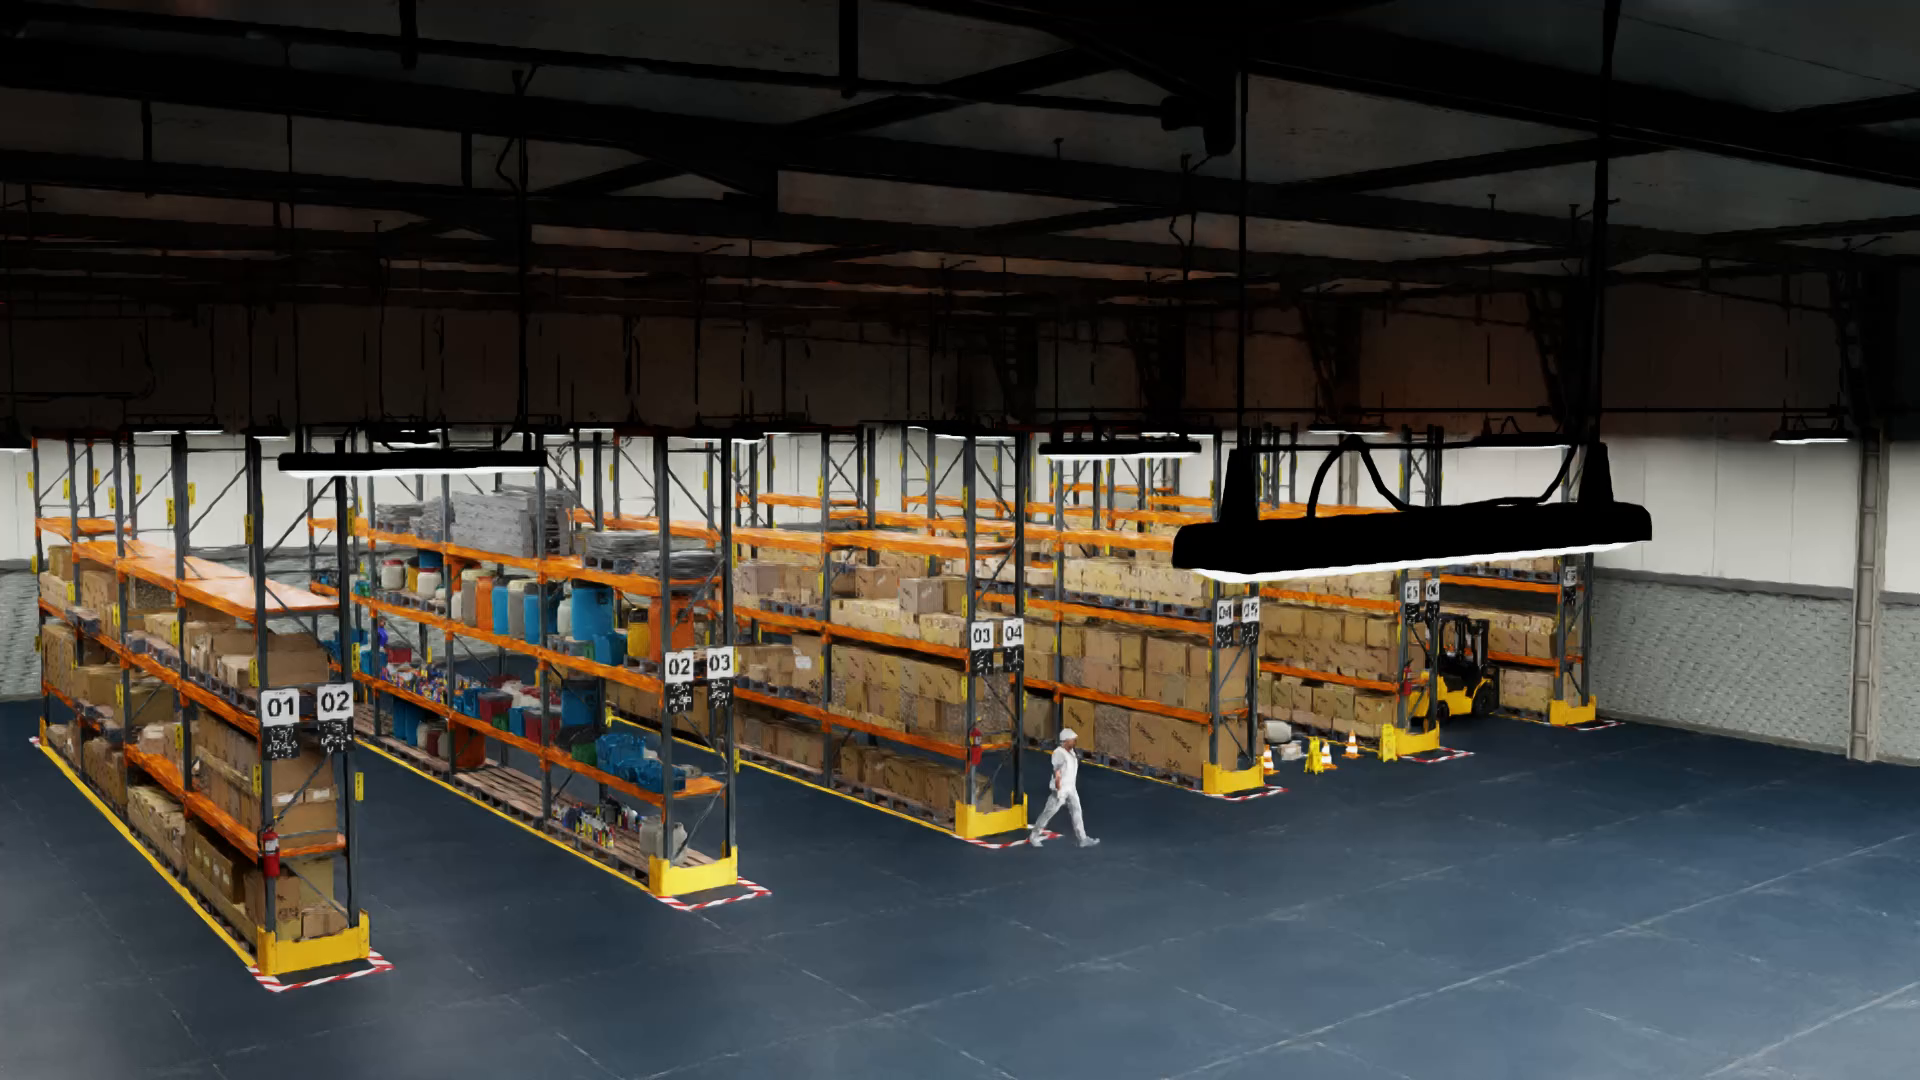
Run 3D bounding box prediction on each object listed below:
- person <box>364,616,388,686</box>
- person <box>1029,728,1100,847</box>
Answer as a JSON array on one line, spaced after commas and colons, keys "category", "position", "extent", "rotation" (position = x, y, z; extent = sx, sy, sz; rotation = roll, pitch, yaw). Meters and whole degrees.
[{"category": "person", "position": [-13.302, 2.550, 37.767], "extent": [0.493, 1.651, 0.652], "rotation": [1, 5, 10]}, {"category": "person", "position": [1.489, 3.578, 23.931], "extent": [0.946, 1.756, 0.598], "rotation": [2, 5, 28]}]
